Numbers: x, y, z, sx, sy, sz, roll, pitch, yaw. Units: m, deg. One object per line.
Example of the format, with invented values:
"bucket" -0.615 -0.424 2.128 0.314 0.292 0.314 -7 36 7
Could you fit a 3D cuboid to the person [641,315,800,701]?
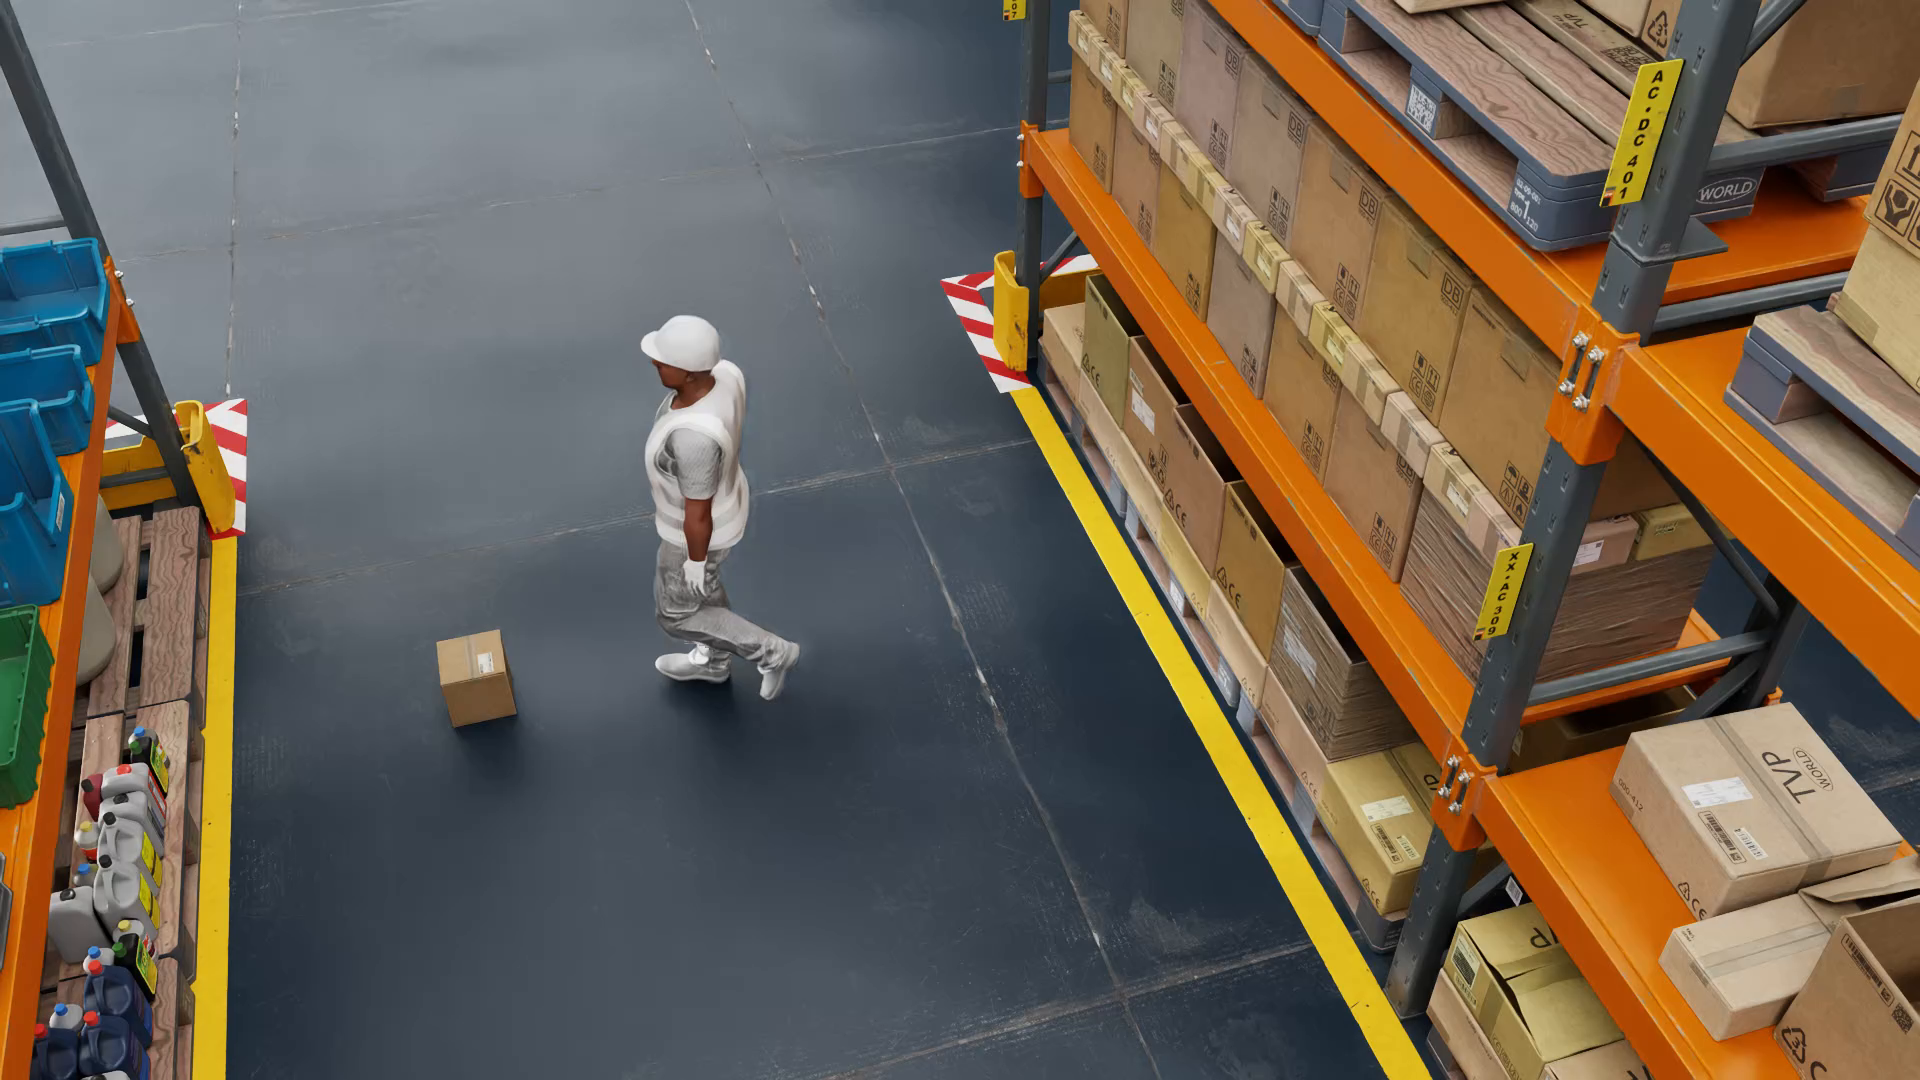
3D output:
"person" -0.937 -0.076 6.206 0.629 1.778 0.594 2 42 2
